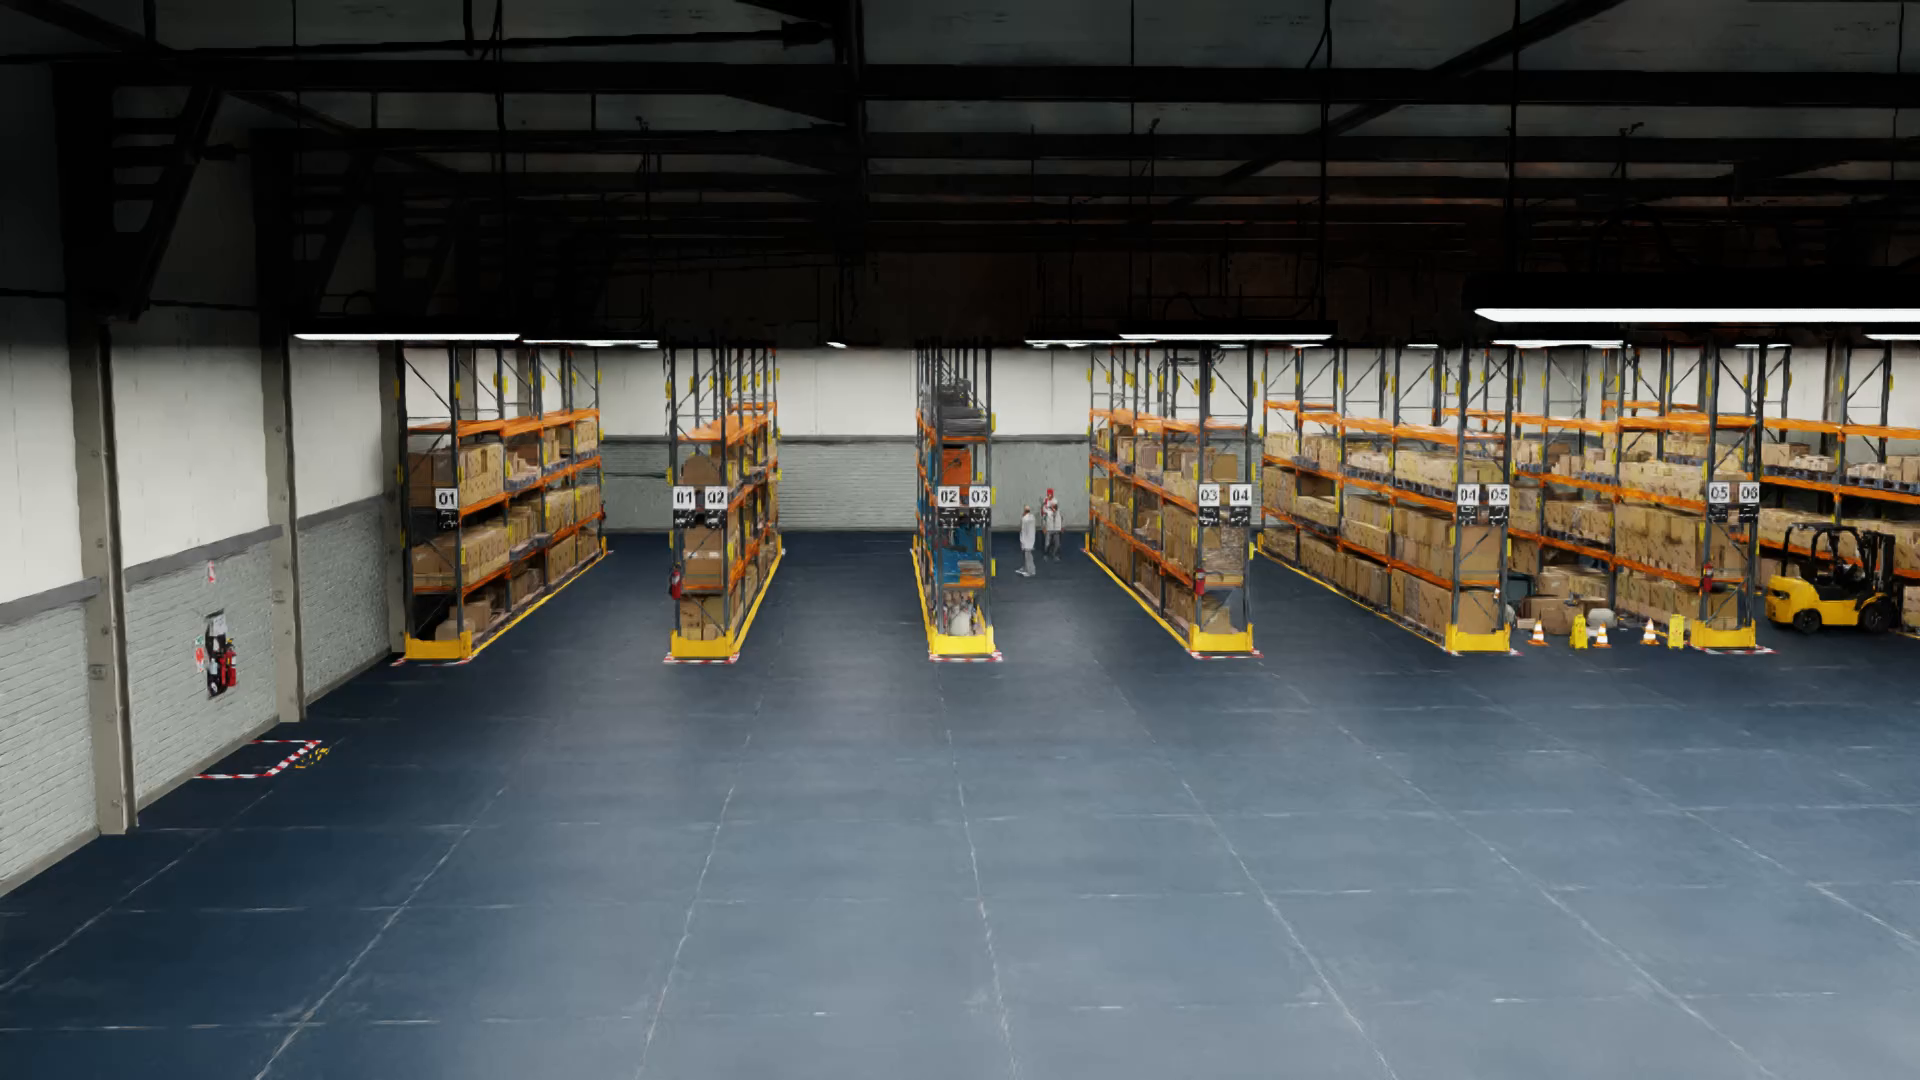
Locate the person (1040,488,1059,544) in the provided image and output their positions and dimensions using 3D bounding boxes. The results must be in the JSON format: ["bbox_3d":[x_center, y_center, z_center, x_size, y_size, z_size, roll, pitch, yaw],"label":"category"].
[{"bbox_3d":[2.643,-0.670,48.695,0.550,1.709,1.124,-1,7,-5],"label":"person"}]

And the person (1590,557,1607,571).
[{"bbox_3d":[16.587,0.004,43.297,0.505,1.591,0.522,3,7,25],"label":"person"}]

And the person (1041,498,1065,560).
[{"bbox_3d":[2.544,-0.287,45.456,0.677,1.726,0.574,0,7,-4],"label":"person"}]

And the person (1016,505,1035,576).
[{"bbox_3d":[1.678,-0.005,42.512,0.636,1.775,0.675,3,7,24],"label":"person"}]
